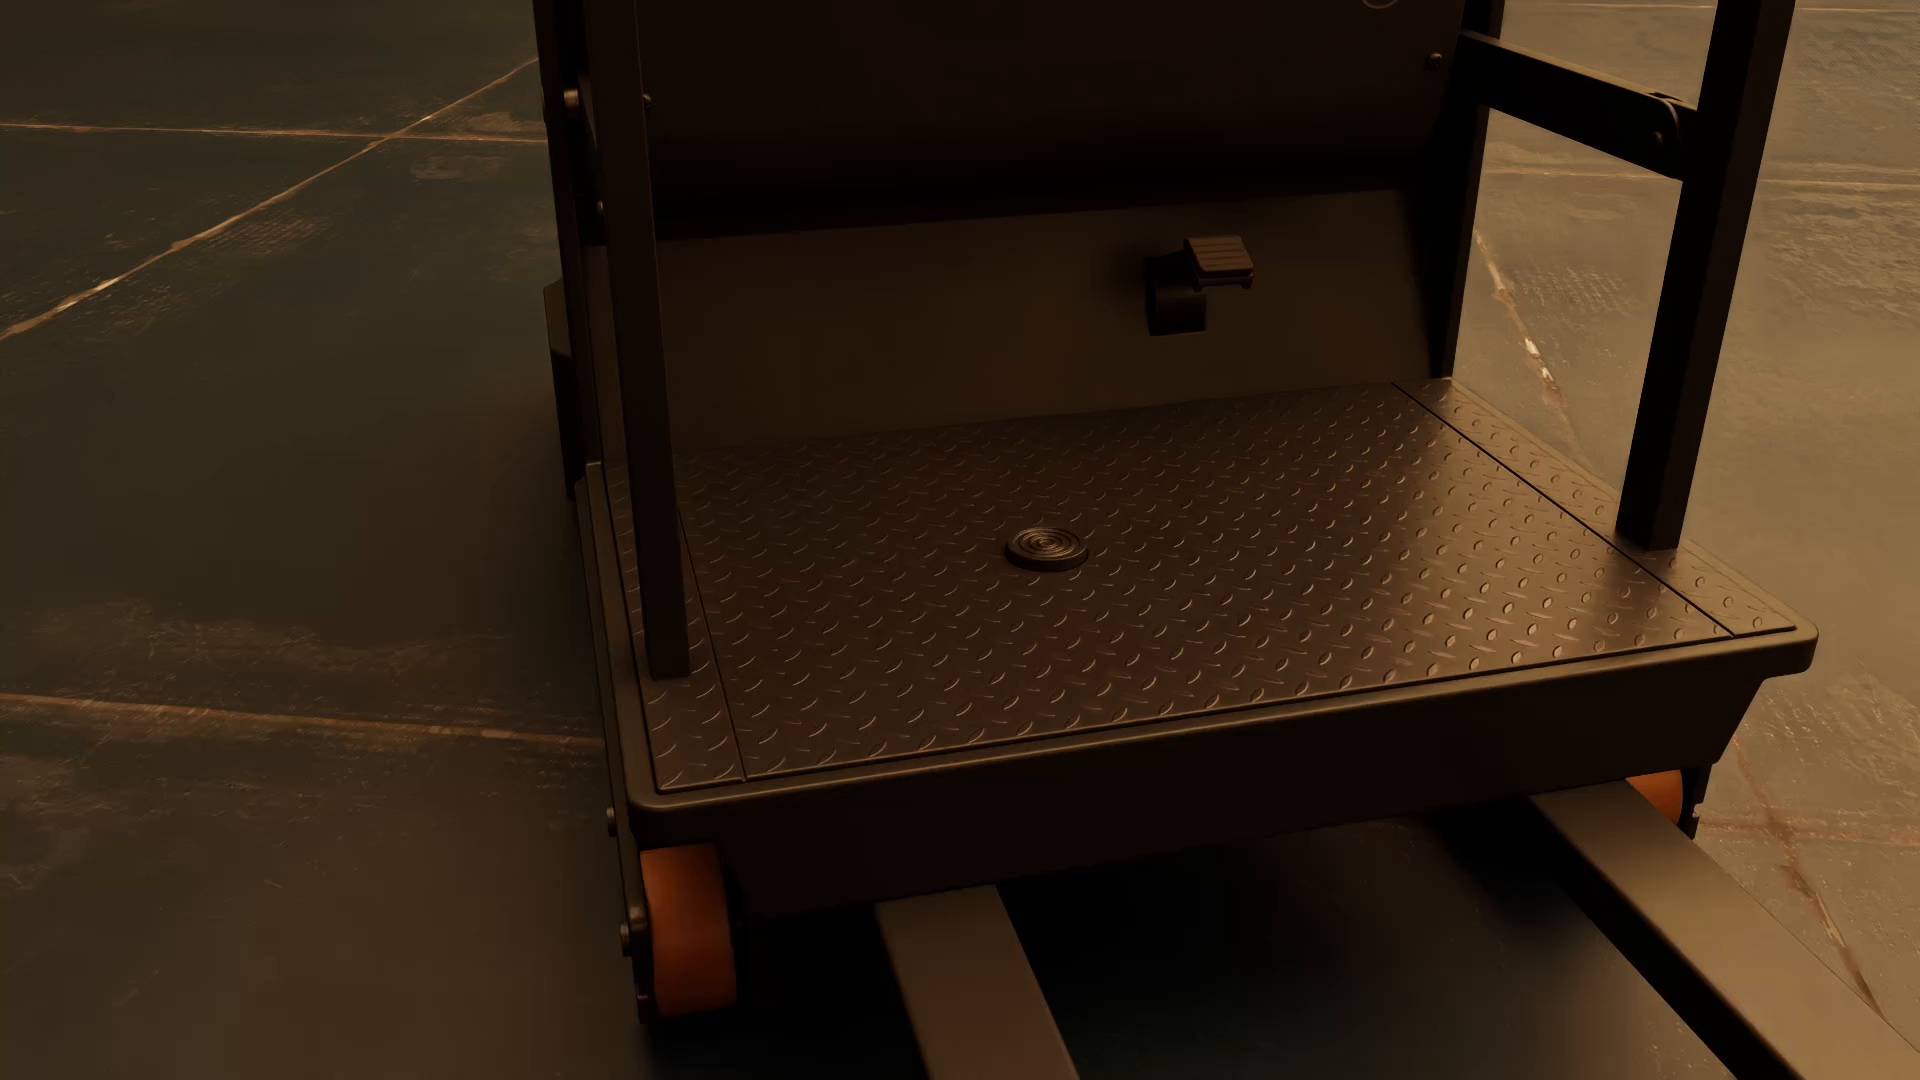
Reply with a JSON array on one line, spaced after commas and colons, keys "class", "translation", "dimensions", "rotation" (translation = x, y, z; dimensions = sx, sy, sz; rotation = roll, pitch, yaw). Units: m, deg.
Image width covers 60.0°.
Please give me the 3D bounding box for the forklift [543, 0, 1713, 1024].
[{"class": "forklift", "translation": [0.153, -1.049, 1.319], "dimensions": [1.130, 2.935, 3.031], "rotation": [-7, 27, -13]}]
